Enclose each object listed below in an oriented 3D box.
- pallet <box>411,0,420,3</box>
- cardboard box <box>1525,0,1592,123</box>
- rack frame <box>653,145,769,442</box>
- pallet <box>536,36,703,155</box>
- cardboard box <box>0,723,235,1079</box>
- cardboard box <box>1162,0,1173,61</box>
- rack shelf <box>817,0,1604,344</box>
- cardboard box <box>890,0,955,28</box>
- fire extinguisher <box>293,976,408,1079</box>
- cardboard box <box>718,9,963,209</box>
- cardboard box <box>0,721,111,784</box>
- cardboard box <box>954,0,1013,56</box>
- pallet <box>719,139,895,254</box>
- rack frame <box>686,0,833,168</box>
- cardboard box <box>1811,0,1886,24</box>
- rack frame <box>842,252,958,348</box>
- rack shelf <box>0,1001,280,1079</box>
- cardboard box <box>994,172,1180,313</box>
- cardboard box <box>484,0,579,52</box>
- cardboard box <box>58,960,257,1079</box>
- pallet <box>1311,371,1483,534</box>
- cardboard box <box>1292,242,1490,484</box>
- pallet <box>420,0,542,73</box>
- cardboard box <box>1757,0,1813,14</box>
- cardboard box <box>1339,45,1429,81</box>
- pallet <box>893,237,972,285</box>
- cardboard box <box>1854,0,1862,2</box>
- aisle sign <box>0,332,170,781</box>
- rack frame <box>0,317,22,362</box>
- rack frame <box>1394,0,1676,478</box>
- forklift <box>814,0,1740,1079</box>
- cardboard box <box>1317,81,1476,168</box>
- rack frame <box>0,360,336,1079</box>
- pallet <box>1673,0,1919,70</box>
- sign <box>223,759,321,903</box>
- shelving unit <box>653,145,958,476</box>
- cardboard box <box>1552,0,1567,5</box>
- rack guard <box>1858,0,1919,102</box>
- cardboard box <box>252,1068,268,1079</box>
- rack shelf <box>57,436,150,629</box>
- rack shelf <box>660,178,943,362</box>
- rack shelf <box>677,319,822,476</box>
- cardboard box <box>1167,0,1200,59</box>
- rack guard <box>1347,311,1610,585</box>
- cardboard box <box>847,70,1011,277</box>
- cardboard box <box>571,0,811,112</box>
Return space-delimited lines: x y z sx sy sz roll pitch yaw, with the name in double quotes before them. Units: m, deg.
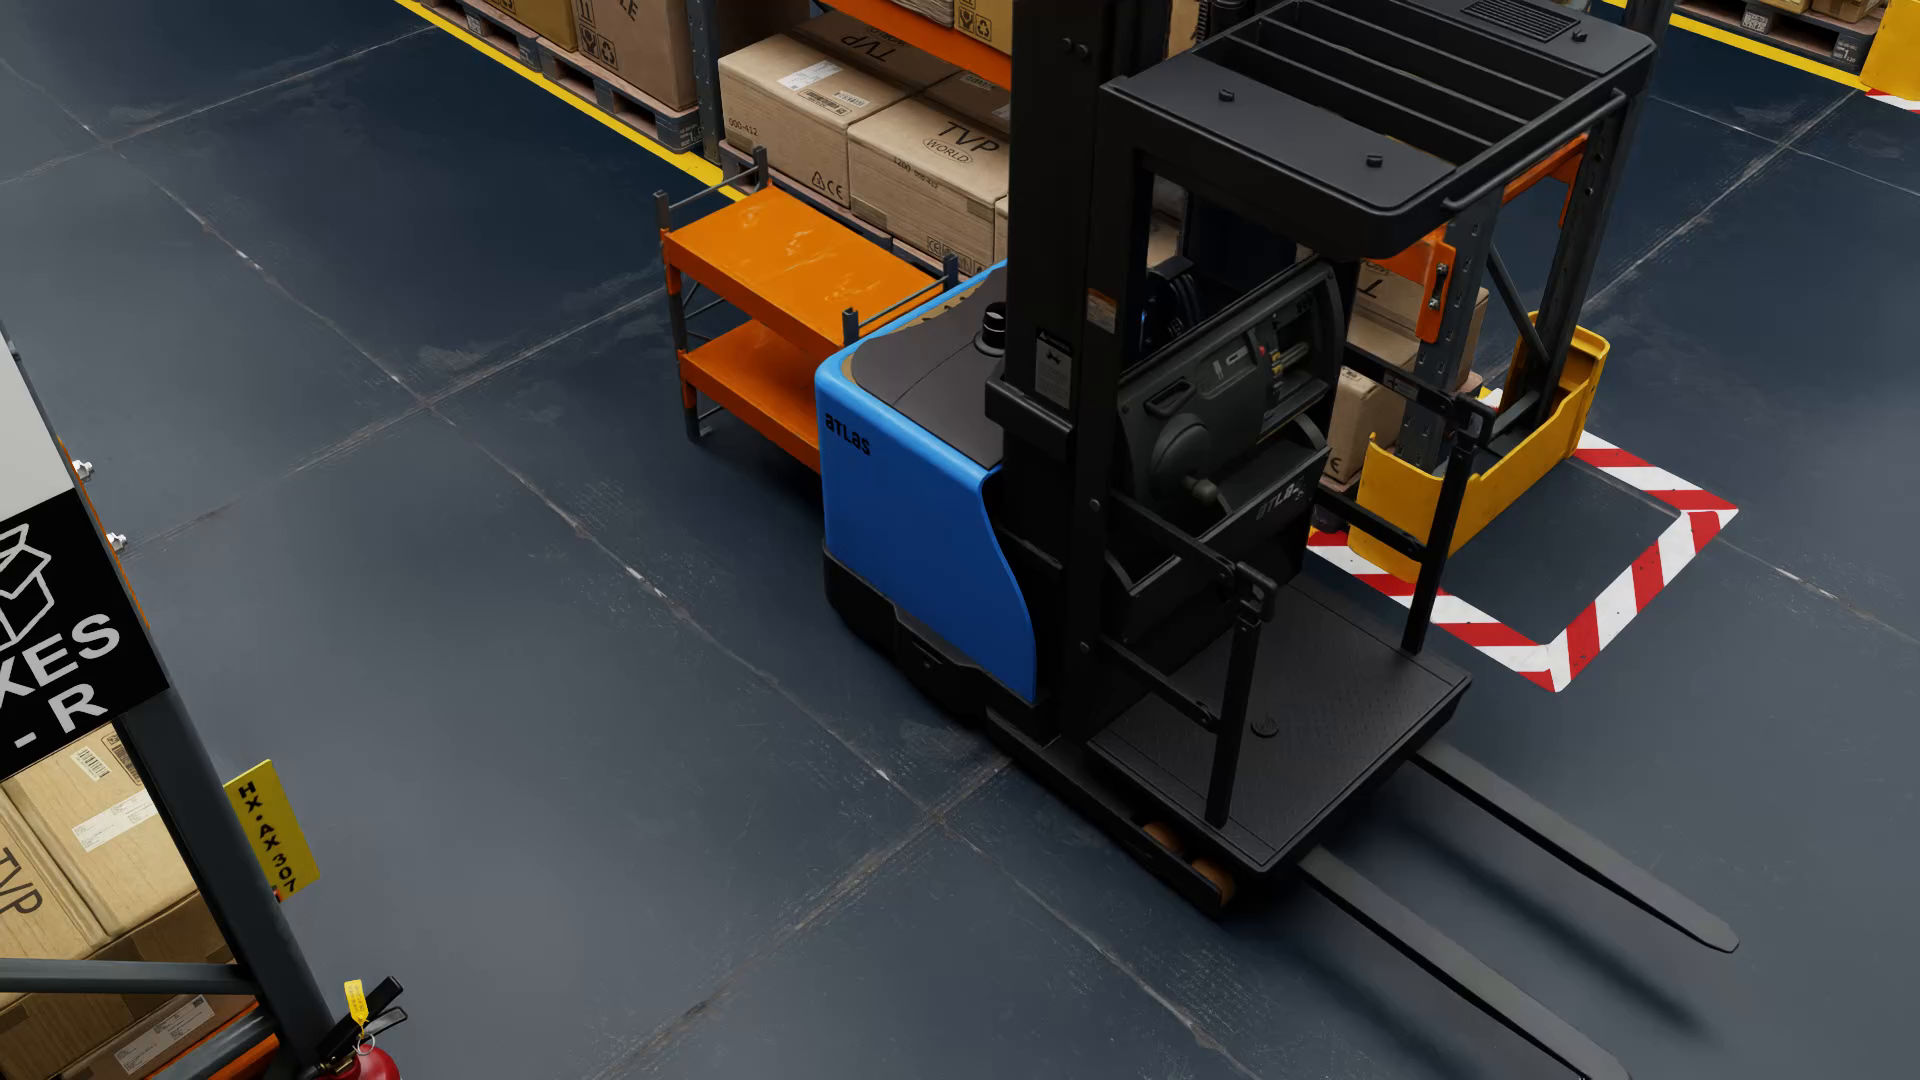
"pallet" -3.203 -3.700 10.098 1.003 0.211 1.213 -34 53 -31
"cardboard box" 1.807 -1.700 5.806 0.500 0.500 0.500 34 52 31
"rack frame" -0.907 -0.932 6.429 0.500 1.125 0.032 -34 52 -31
"pallet" -1.480 -2.527 8.830 1.003 0.211 1.213 -34 53 -31
"cardboard box" -1.698 0.685 3.190 0.500 0.250 0.500 -34 52 -31
"cardboard box" 0.701 -1.927 6.052 0.500 0.500 0.500 -33 52 -30
"rack shelf" 0.531 -1.992 6.725 1.077 0.370 4.000 -34 53 -31
"cardboard box" -0.037 -2.417 6.582 0.500 0.500 0.500 -34 52 -31
"fire extinguisher" -1.137 1.100 3.181 0.296 0.674 0.183 -34 53 -31
"cardboard box" -0.514 -2.077 7.866 0.875 0.438 0.875 33 52 31
"cardboard box" -2.054 0.442 3.452 0.500 0.250 0.500 -34 52 -31
"cardboard box" 0.327 -2.169 6.314 0.500 0.500 0.500 -33 52 -30
"pallet" -0.400 -1.790 8.031 1.003 0.211 1.213 -34 53 -31
"rack frame" -0.882 -3.217 7.521 1.000 3.000 0.127 -34 53 -31
"cardboard box" 4.857 -2.976 9.052 0.380 0.149 0.250 -33 52 -31
"rack frame" -0.194 -0.439 5.897 0.500 1.125 0.032 -34 52 -31
"rack shelf" -2.981 0.389 4.149 1.077 0.370 4.000 -34 53 -31
"cardboard box" 0.754 -1.213 6.931 0.875 0.438 0.875 -33 52 -30
"cardboard box" -2.020 -3.281 8.846 0.875 0.875 0.875 -33 52 -30
"cardboard box" -1.606 0.889 3.263 0.250 0.149 0.380 34 52 31
"pallet" 1.323 -0.617 6.763 1.003 0.211 1.213 -34 53 -31
"cardboard box" 1.406 -0.777 6.459 0.875 0.438 0.875 32 52 30
"pallet" -2.346 -3.114 9.464 1.003 0.211 1.213 -34 53 -31
"cardboard box" 4.604 -3.051 9.133 0.380 0.149 0.250 -32 52 -30
"cardboard box" 1.434 -1.816 5.195 0.500 0.500 0.500 -32 52 -30
"pallet" 0.466 -1.204 7.397 1.003 0.211 1.213 -34 53 -31
"cardboard box" 4.802 -3.049 8.912 0.250 0.149 0.380 33 52 30
"aisle sign" -1.312 0.023 2.099 0.394 0.787 0.004 -34 53 -31
"rack frame" -1.569 -1.117 0.829 1.000 3.000 0.127 -34 53 -31
"rack frame" 1.943 -1.295 5.441 1.000 3.000 0.127 -34 53 -31
"forklift" 0.909 -0.356 4.475 1.130 2.935 3.031 -34 52 -31
"cardboard box" 1.415 -1.437 5.521 0.500 0.500 0.500 -34 52 -31
"rack frame" -1.569 1.086 2.865 1.000 3.000 0.127 -34 53 -31
"pallet" 4.774 -3.136 9.488 1.003 0.211 1.213 -34 53 -31
"sign" -1.185 0.508 2.852 0.100 0.325 0.005 -34 53 -31
"shelving unit" -0.551 -0.685 6.163 0.538 1.125 1.048 -34 52 -31
"cardboard box" 1.806 -2.066 5.465 0.500 0.500 0.500 33 52 31
"rack guard" 5.323 -2.834 8.949 1.175 0.500 0.348 -34 53 -31
"cardboard box" -1.933 1.509 3.937 0.637 0.503 0.797 32 52 30
"rack shelf" -2.981 -0.713 3.131 1.077 0.370 4.000 -34 53 -31
"rack shelf" -0.551 -0.900 5.964 0.538 0.278 1.000 -34 52 -31
"rack shelf" -0.551 -0.506 6.329 0.538 0.278 1.000 -34 52 -31
"cardboard box" 1.071 -1.685 5.789 0.500 0.500 0.500 33 52 31
"rack guard" 1.960 -0.365 6.277 1.175 0.500 0.348 -34 53 -31
"cardboard box" 0.118 -1.647 7.401 0.875 0.438 0.875 33 52 30
"cardboard box" -1.376 -2.850 8.381 0.875 0.875 0.875 -32 52 -30
